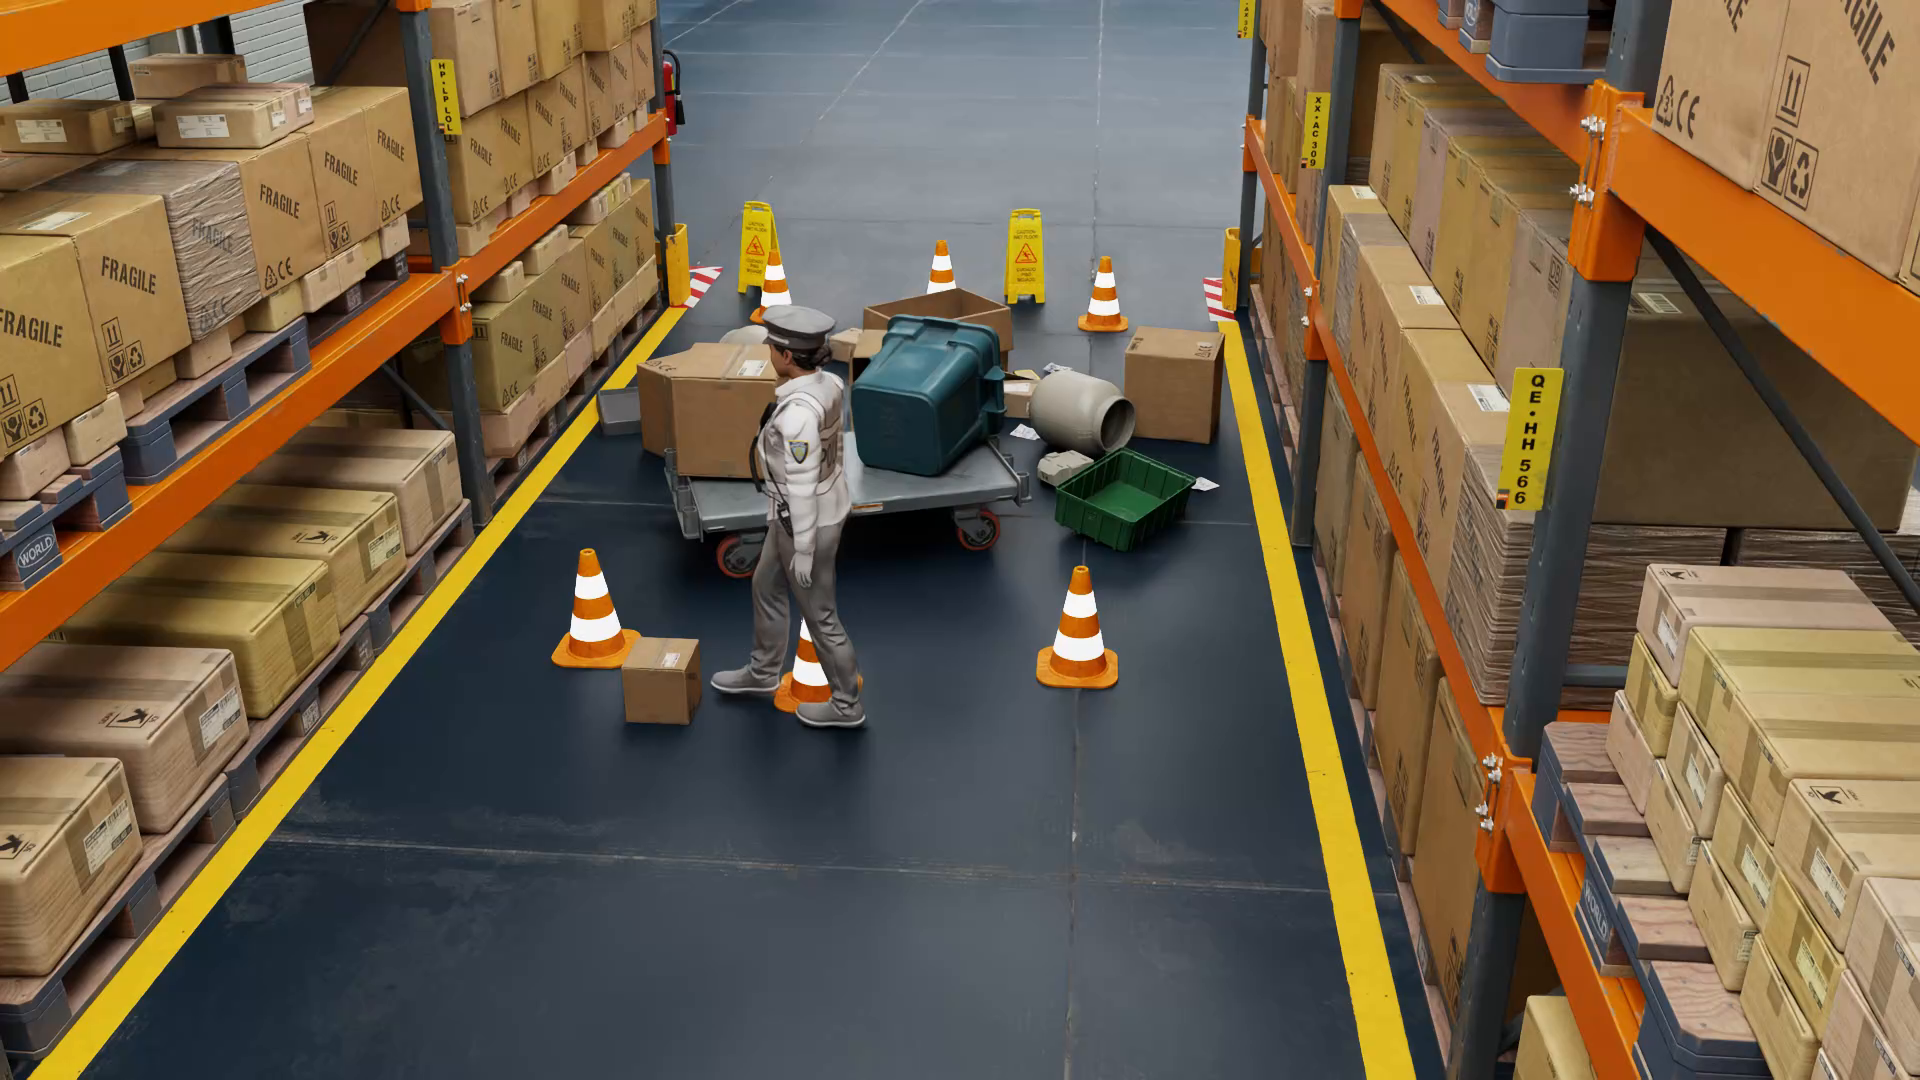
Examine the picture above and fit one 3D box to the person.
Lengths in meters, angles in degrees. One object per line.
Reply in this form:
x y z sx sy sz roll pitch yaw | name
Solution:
-0.693 -0.067 6.219 0.666 1.664 0.507 4 25 8 | person
